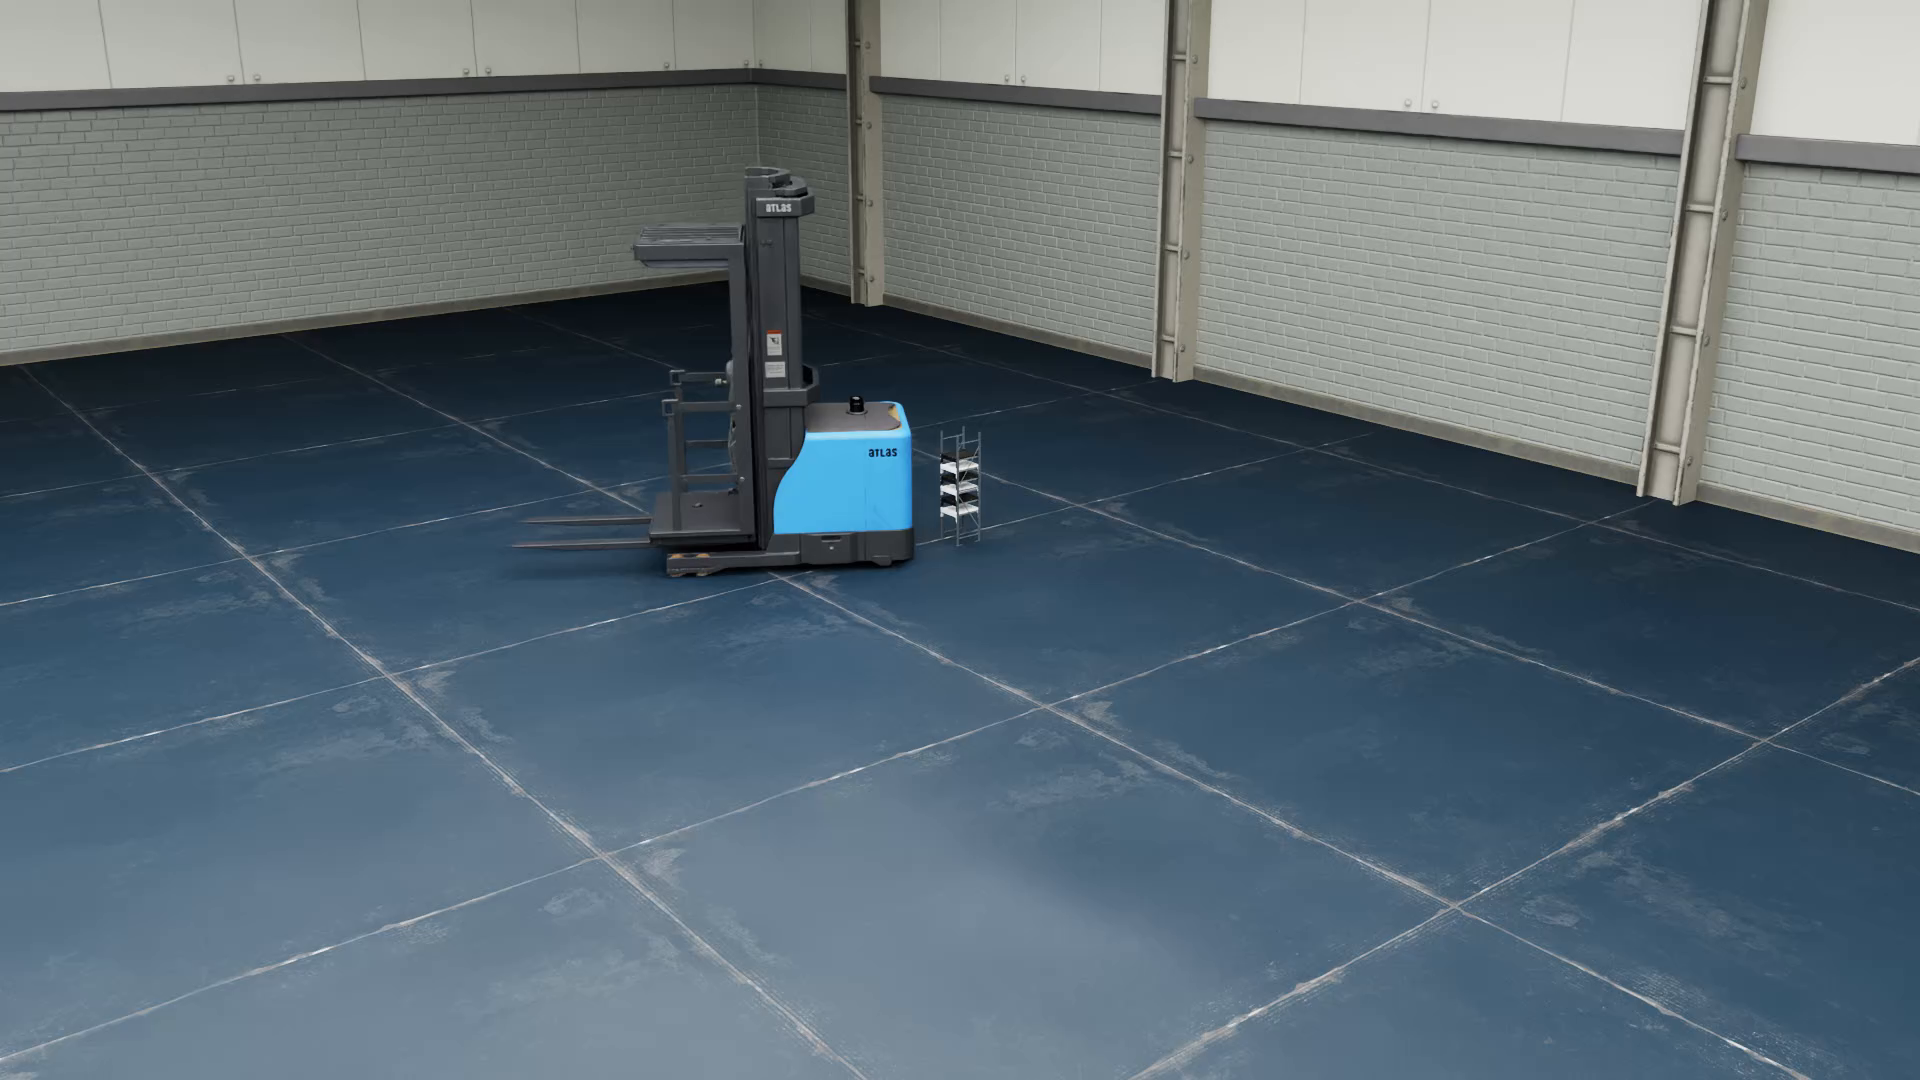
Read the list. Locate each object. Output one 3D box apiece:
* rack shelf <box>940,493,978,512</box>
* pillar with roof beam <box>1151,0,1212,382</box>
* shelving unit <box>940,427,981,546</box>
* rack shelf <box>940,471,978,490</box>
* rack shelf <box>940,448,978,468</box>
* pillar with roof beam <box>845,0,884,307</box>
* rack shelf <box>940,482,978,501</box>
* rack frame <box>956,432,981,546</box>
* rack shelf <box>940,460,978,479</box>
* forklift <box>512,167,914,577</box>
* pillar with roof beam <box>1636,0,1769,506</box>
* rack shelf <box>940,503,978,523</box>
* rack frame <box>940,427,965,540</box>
[{"bbox_3d":[0.005,-0.308,13.254,0.258,0.077,0.200,-14,23,-36],"label":"rack shelf"},{"bbox_3d":[-0.947,-5.283,15.000,9.100,9.000,0.400,-14,23,-36],"label":"pillar with roof beam"},{"bbox_3d":[0.005,-0.425,13.215,0.258,0.900,0.210,-14,23,-36],"label":"shelving unit"},{"bbox_3d":[0.005,-0.479,13.197,0.258,0.077,0.200,-14,23,-36],"label":"rack shelf"},{"bbox_3d":[0.005,-0.650,13.141,0.258,0.077,0.200,-14,23,-36],"label":"rack shelf"},{"bbox_3d":[-4.672,-6.761,19.465,9.100,9.000,0.400,-14,23,-36],"label":"pillar with roof beam"},{"bbox_3d":[0.005,-0.394,13.225,0.258,0.077,0.200,-14,23,-36],"label":"rack shelf"},{"bbox_3d":[0.068,-0.400,13.139,0.240,0.900,0.006,-14,23,-36],"label":"rack frame"},{"bbox_3d":[0.005,-0.564,13.169,0.258,0.077,0.200,-14,23,-36],"label":"rack shelf"},{"bbox_3d":[-1.903,-1.287,12.588,3.031,2.935,1.130,-2,18,-6],"label":"forklift"},{"bbox_3d":[2.778,-3.804,10.536,9.100,9.000,0.400,-14,23,-36],"label":"pillar with roof beam"},{"bbox_3d":[0.005,-0.223,13.282,0.258,0.077,0.200,-14,23,-36],"label":"rack shelf"},{"bbox_3d":[-0.058,-0.450,13.291,0.240,0.900,0.006,-14,23,-36],"label":"rack frame"}]
